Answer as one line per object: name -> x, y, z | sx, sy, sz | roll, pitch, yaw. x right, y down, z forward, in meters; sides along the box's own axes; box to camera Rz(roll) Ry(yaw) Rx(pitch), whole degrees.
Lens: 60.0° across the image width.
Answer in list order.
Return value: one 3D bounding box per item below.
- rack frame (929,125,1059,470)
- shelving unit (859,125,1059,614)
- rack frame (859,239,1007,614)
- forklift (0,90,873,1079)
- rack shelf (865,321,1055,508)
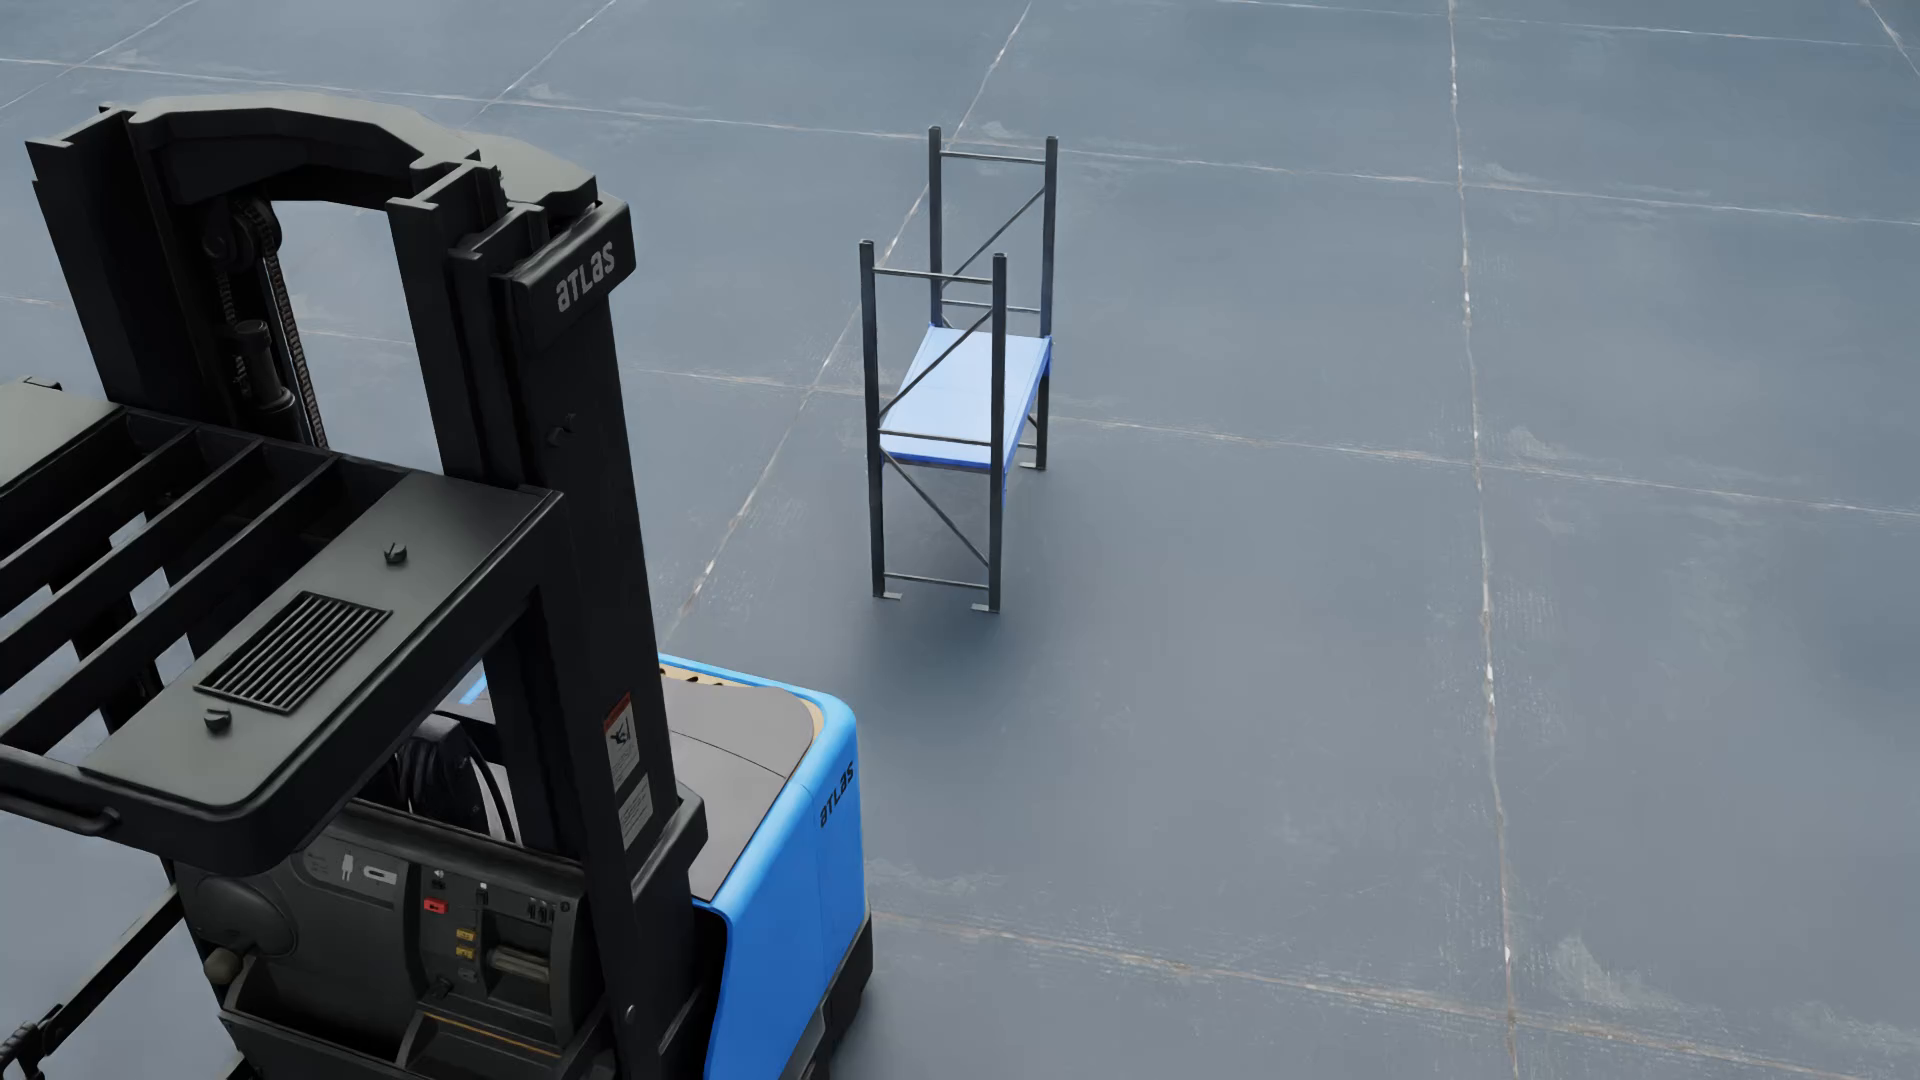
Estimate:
rack frame -> 0.127, -0.948, 6.779 | 0.500, 1.500, 0.032 | 7, 37, 10
shelving unit -> 0.018, -0.656, 6.377 | 0.538, 1.500, 1.048 | 7, 37, 10
rack frame -> -0.090, -0.365, 5.975 | 0.500, 1.500, 0.032 | 7, 37, 10
forklift -> -1.234, 0.817, 3.125 | 1.130, 2.935, 3.031 | 12, 38, 16
rack shelf -> 0.018, -0.511, 6.483 | 0.538, 0.185, 1.000 | 7, 37, 10
